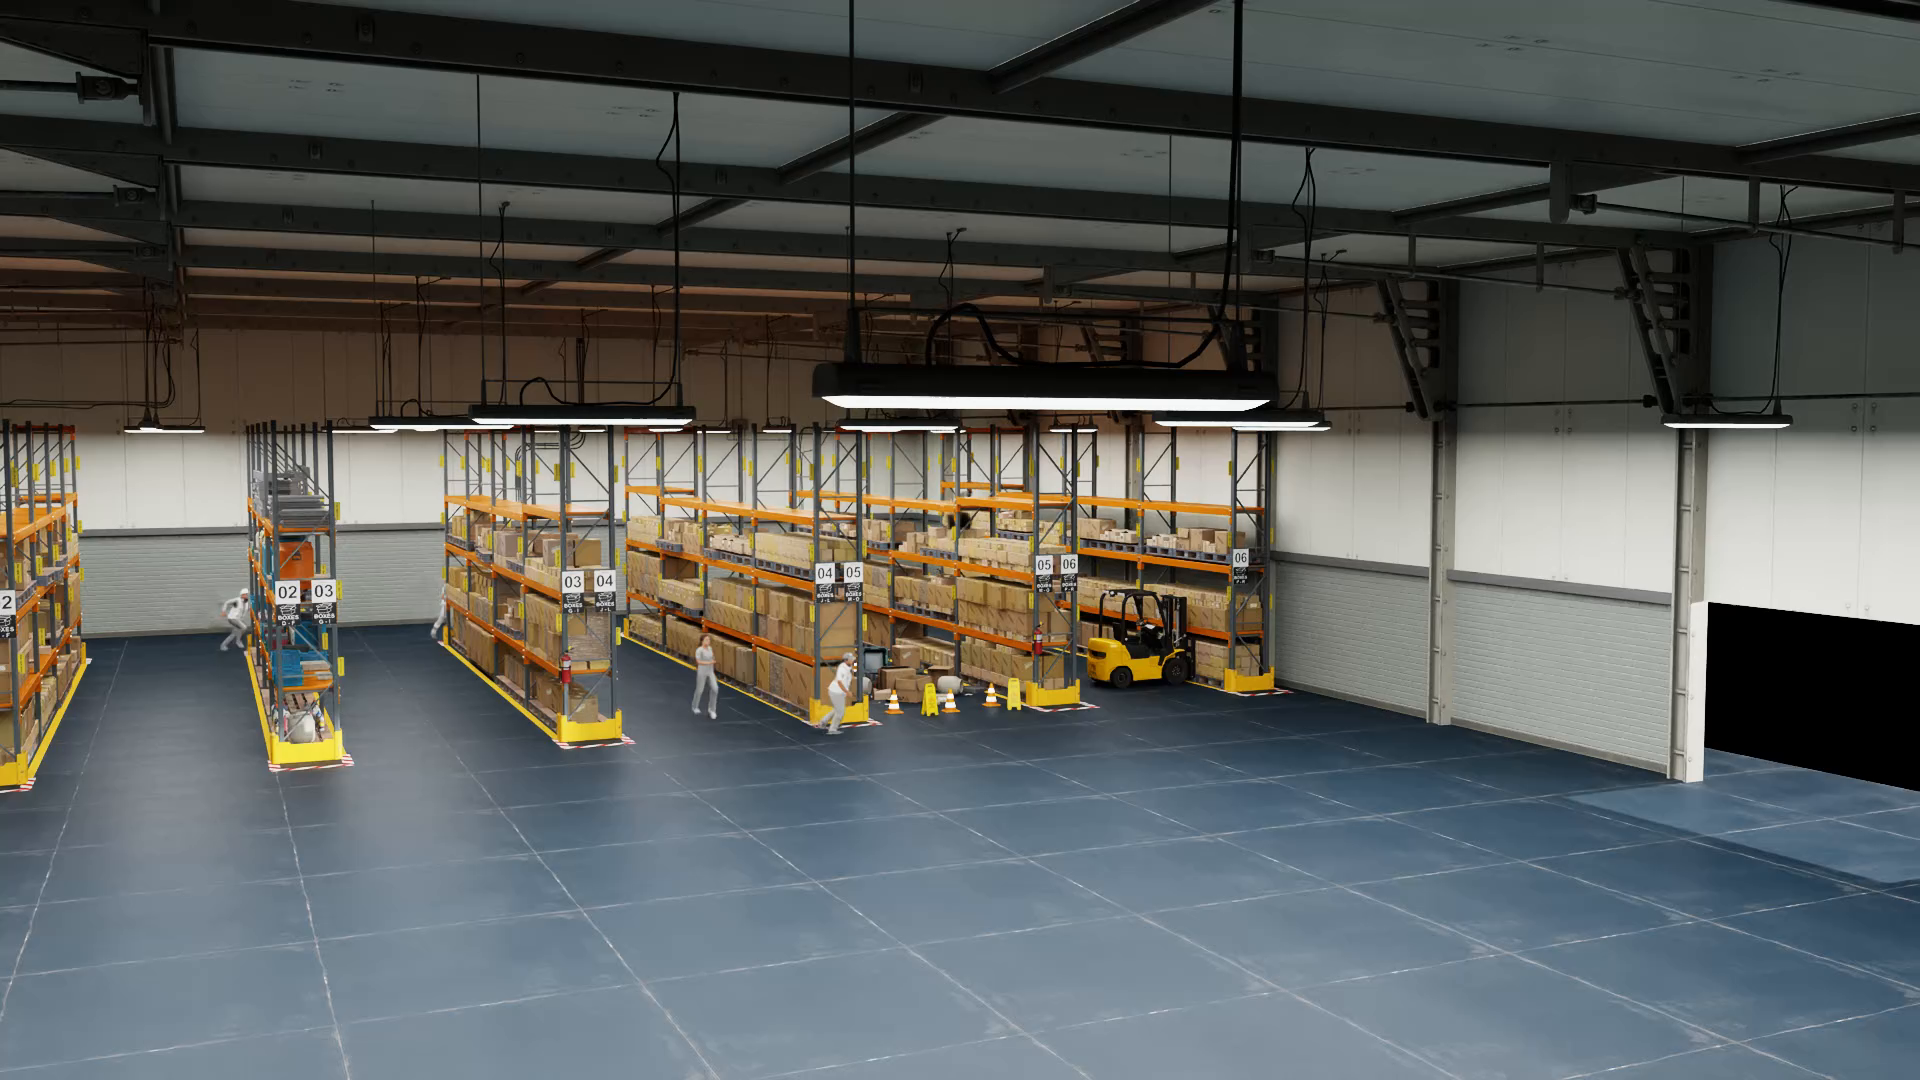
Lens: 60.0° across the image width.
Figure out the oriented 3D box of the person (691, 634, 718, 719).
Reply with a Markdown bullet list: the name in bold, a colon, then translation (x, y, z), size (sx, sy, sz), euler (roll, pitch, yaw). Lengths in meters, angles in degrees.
- **person**: translation (-5.207, 2.767, 33.884), size (0.505, 1.722, 0.838), euler (-3, 5, -41)

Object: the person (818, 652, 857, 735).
- **person**: translation (-2.349, 2.936, 31.889), size (0.773, 1.584, 0.593), euler (0, 4, 2)

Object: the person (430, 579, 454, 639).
- **person**: translation (-14.333, 1.869, 46.661), size (0.998, 1.768, 0.696), euler (0, 4, 5)

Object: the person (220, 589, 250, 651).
- **person**: translation (-19.365, 2.126, 44.561), size (0.844, 1.638, 0.755), euler (1, 4, 9)
